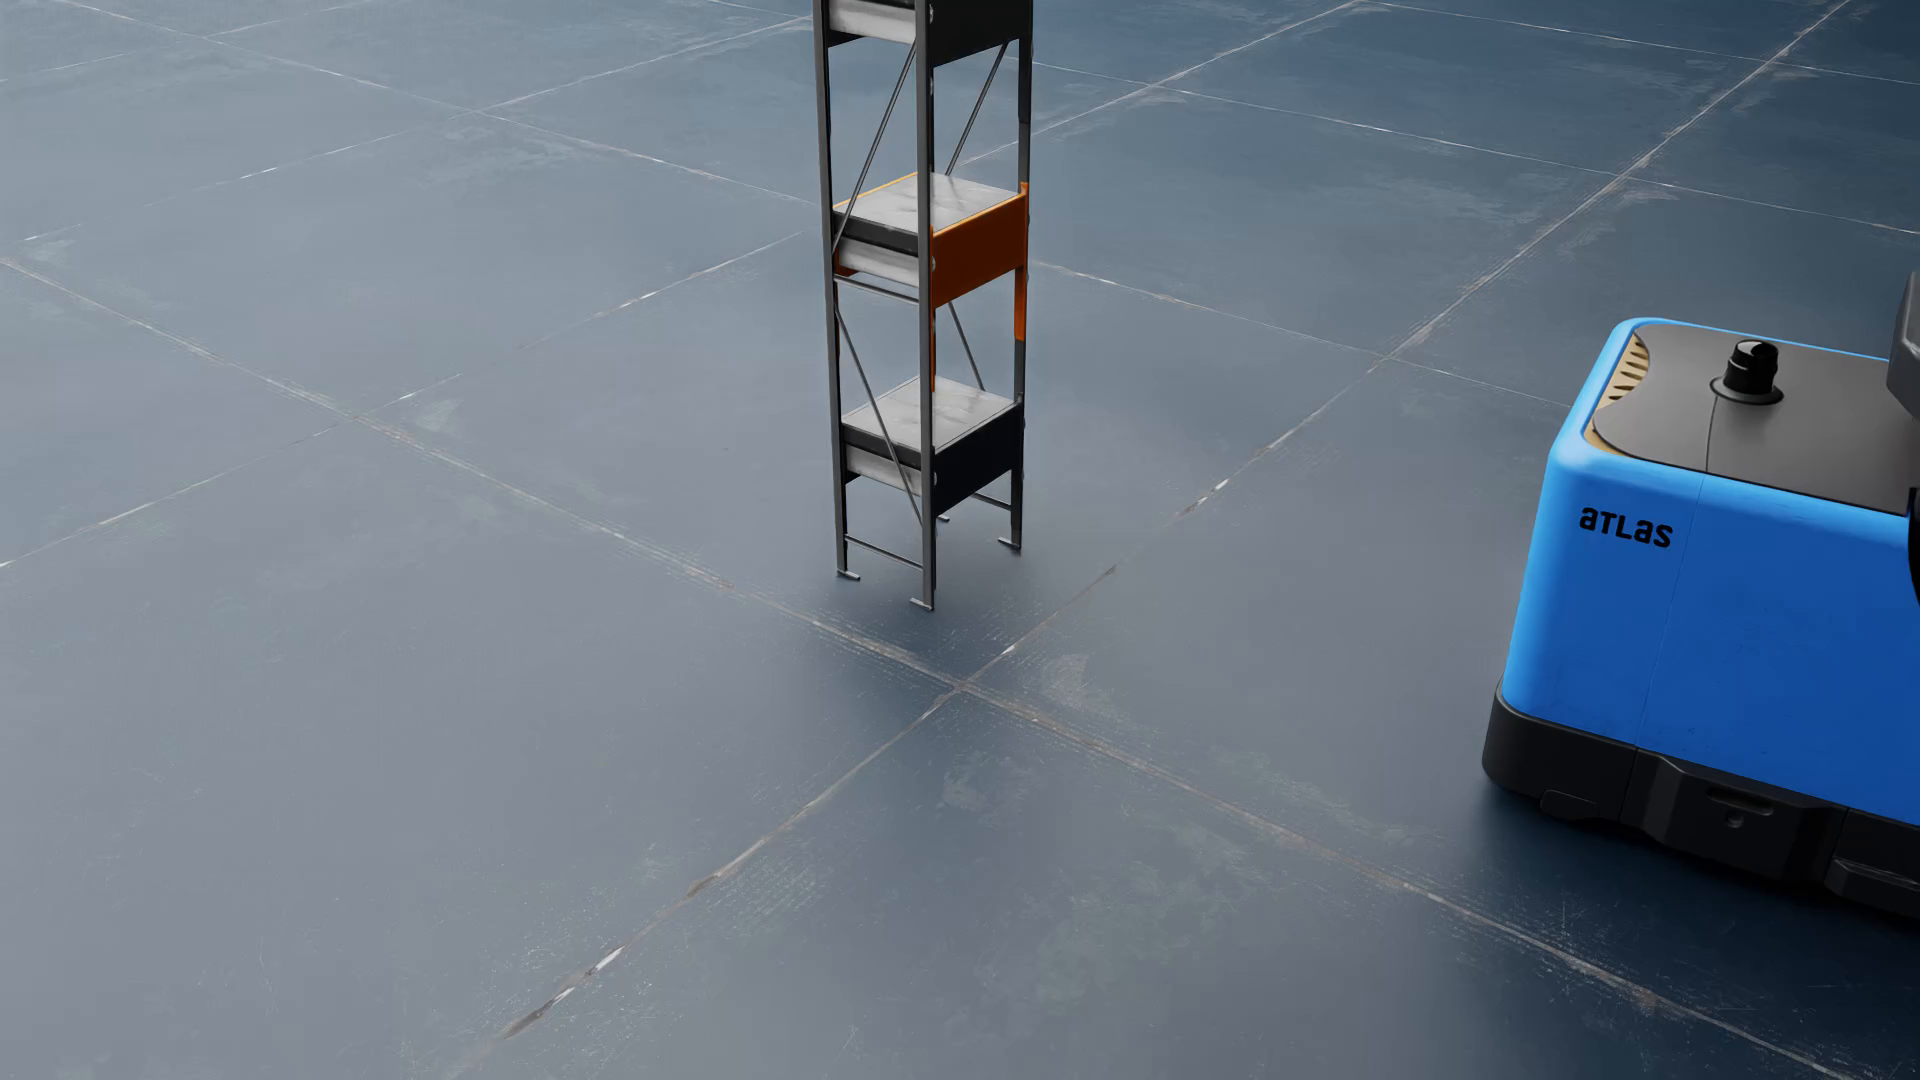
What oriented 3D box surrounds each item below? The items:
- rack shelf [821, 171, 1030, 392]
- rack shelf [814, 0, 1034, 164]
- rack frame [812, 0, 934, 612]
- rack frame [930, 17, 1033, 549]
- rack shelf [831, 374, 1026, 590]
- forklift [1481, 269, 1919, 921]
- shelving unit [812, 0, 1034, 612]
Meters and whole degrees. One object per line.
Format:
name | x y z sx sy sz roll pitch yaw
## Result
rack shelf | -0.100 -0.824 5.108 0.431 0.518 0.480 21 37 31
rack shelf | -0.100 -1.426 4.751 0.431 0.518 0.480 21 37 31
rack frame | -0.247 -0.737 4.934 0.400 2.100 0.015 21 37 31
rack frame | 0.047 -0.935 5.269 0.400 2.100 0.015 21 37 31
rack shelf | -0.100 -0.222 5.465 0.431 0.518 0.480 21 37 31
forklift | 2.973 -0.414 3.575 3.031 2.935 1.130 16 34 24
shelving unit | -0.100 -0.836 5.101 0.431 2.100 0.503 21 37 31
